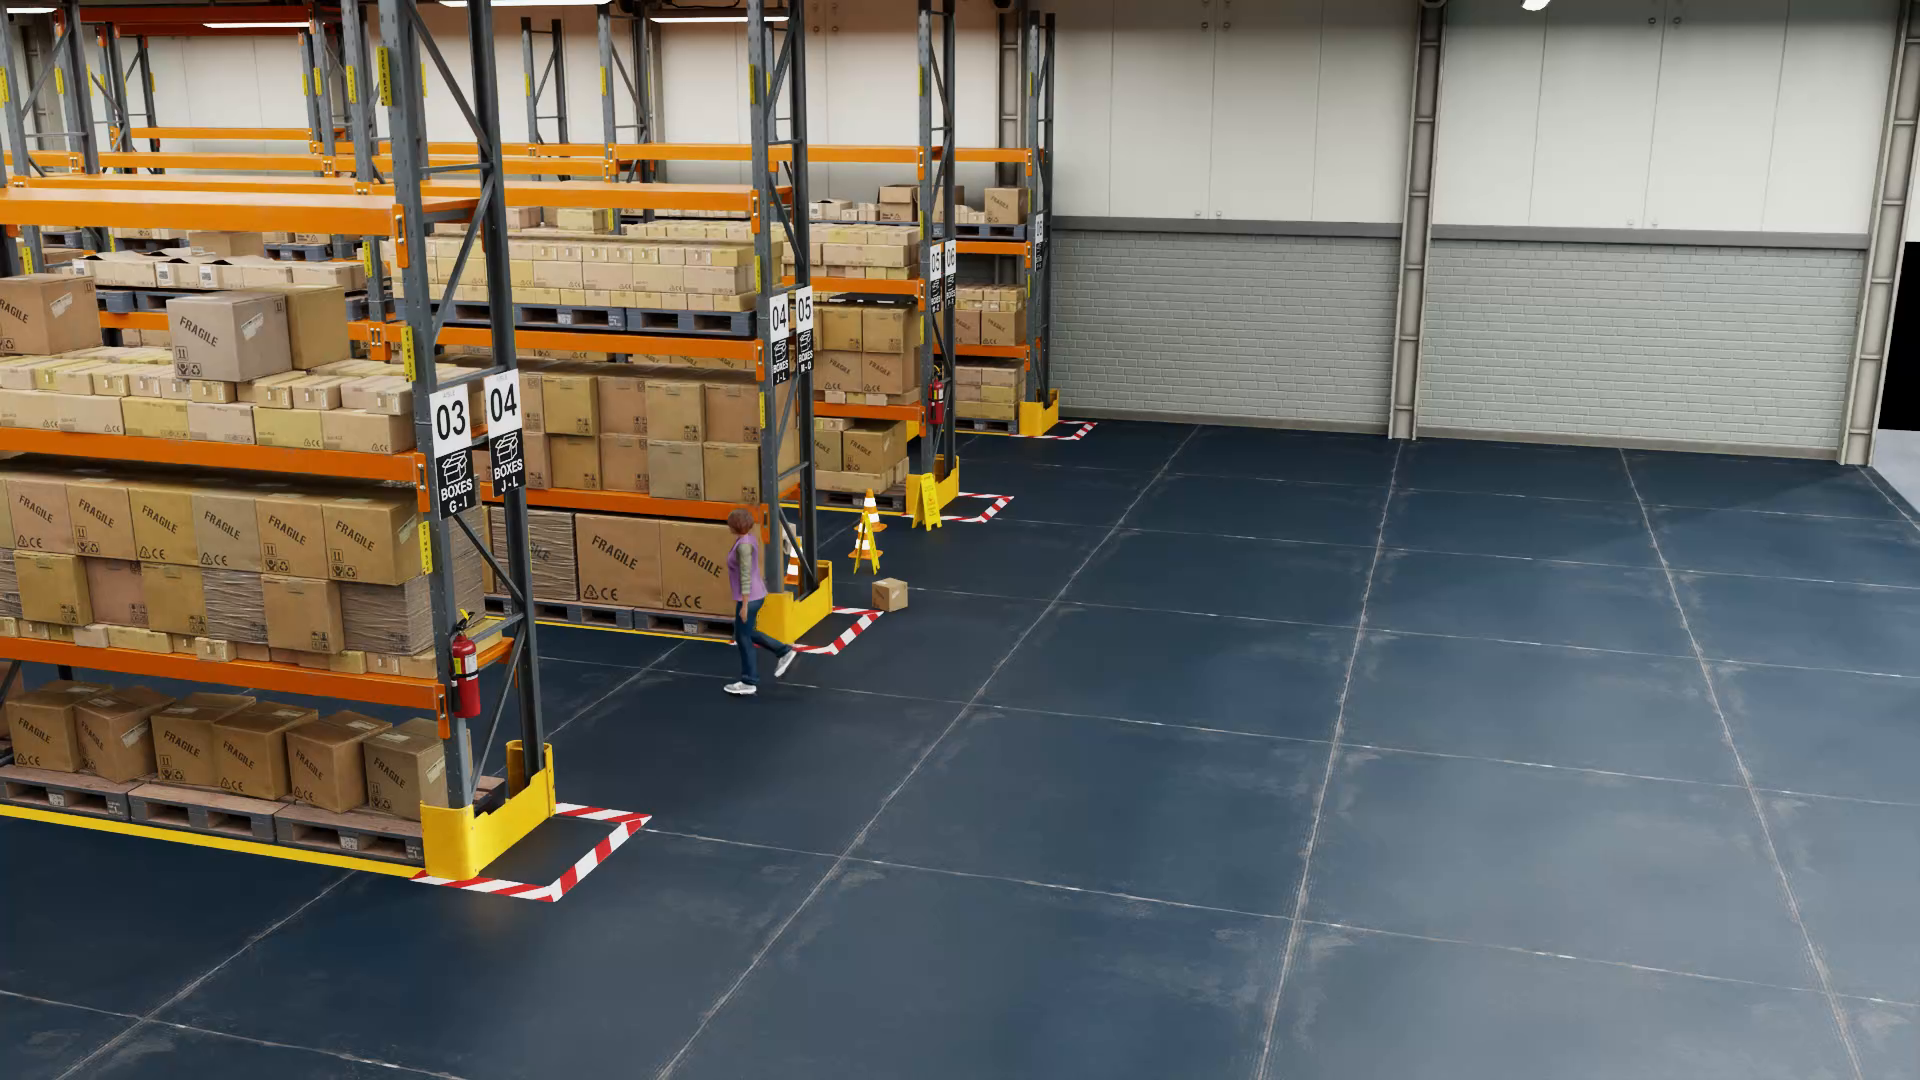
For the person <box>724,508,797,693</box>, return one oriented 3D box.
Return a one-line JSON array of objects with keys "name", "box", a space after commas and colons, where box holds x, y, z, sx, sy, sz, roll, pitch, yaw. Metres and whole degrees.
[{"name": "person", "box": [-1.702, 0.498, 14.076, 0.608, 1.574, 0.489, 0, 15, -1]}]
